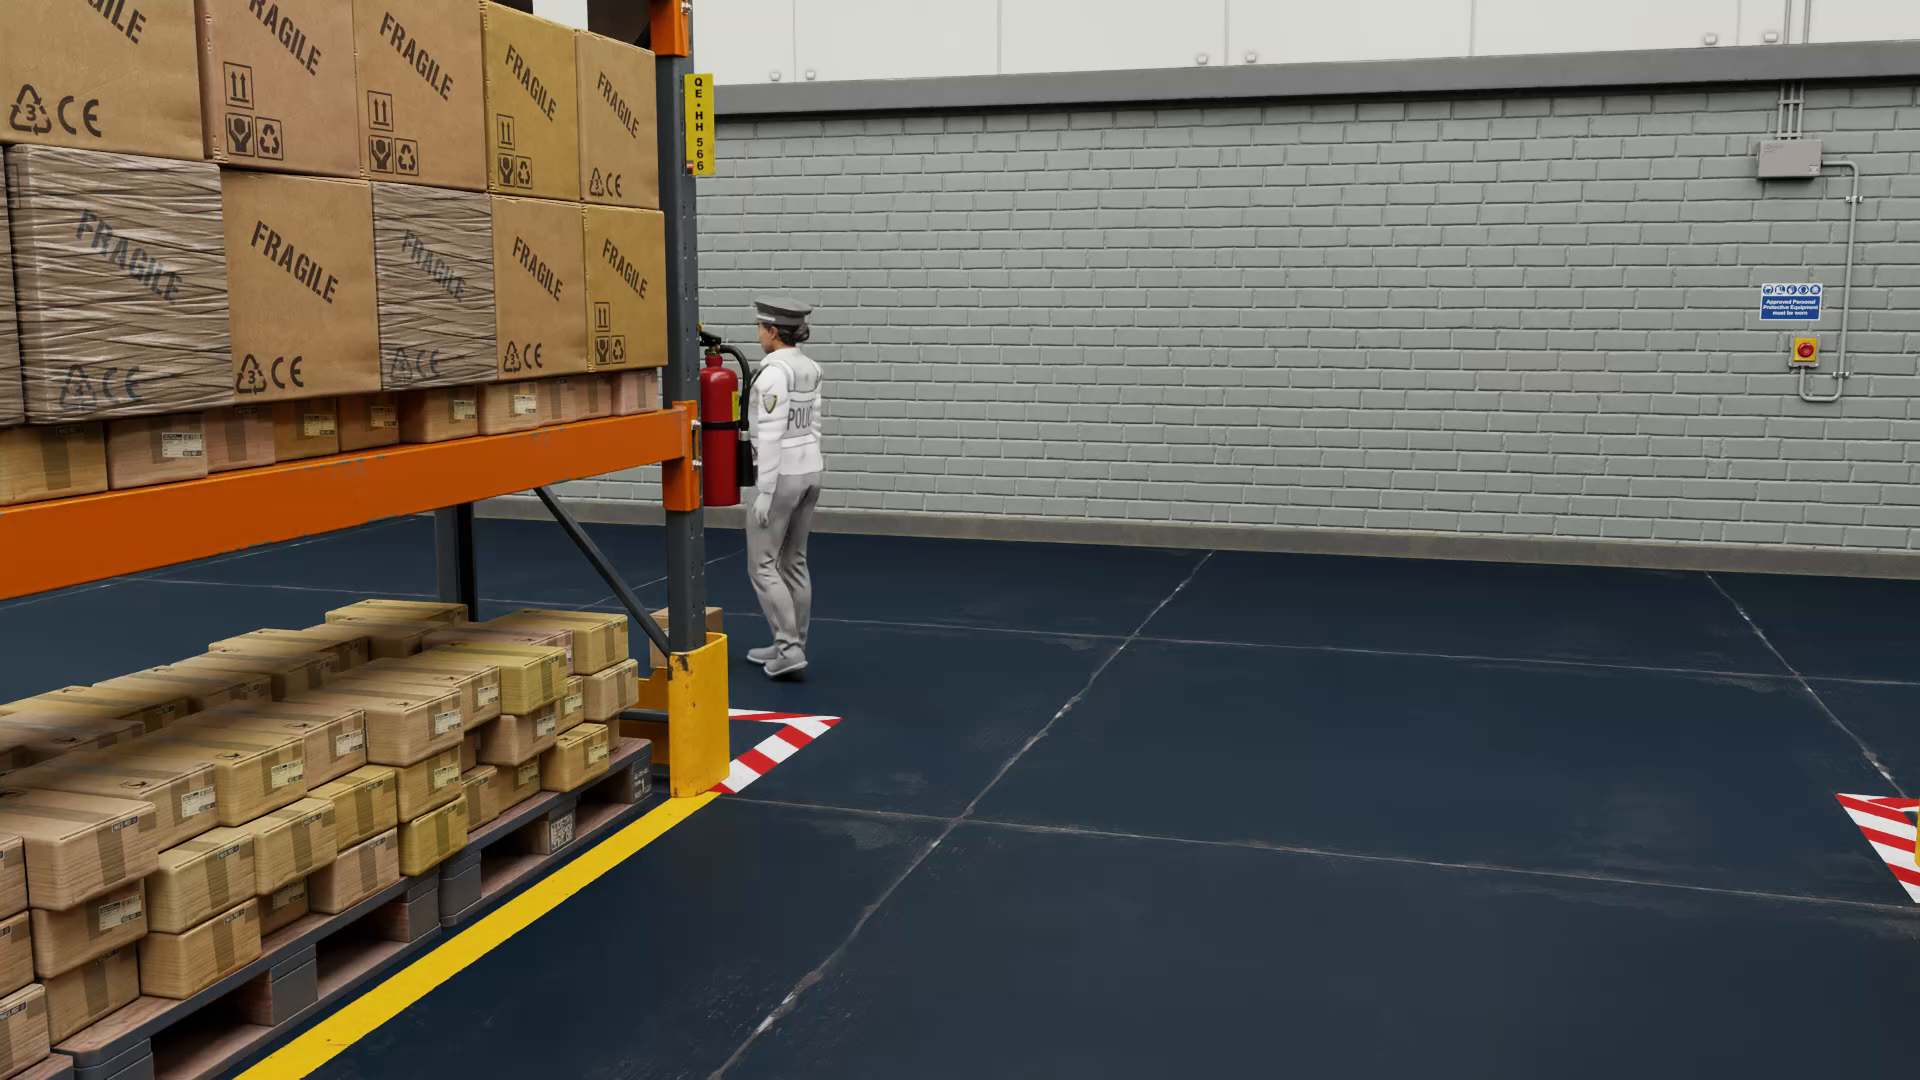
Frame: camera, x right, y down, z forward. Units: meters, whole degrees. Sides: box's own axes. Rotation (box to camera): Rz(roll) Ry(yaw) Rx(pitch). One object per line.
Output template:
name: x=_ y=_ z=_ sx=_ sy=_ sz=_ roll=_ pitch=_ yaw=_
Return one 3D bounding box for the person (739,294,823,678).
person: x=-0.800 y=-0.246 z=7.389 sx=0.453 sy=1.675 sz=0.503 roll=4 pitch=9 yaw=23
